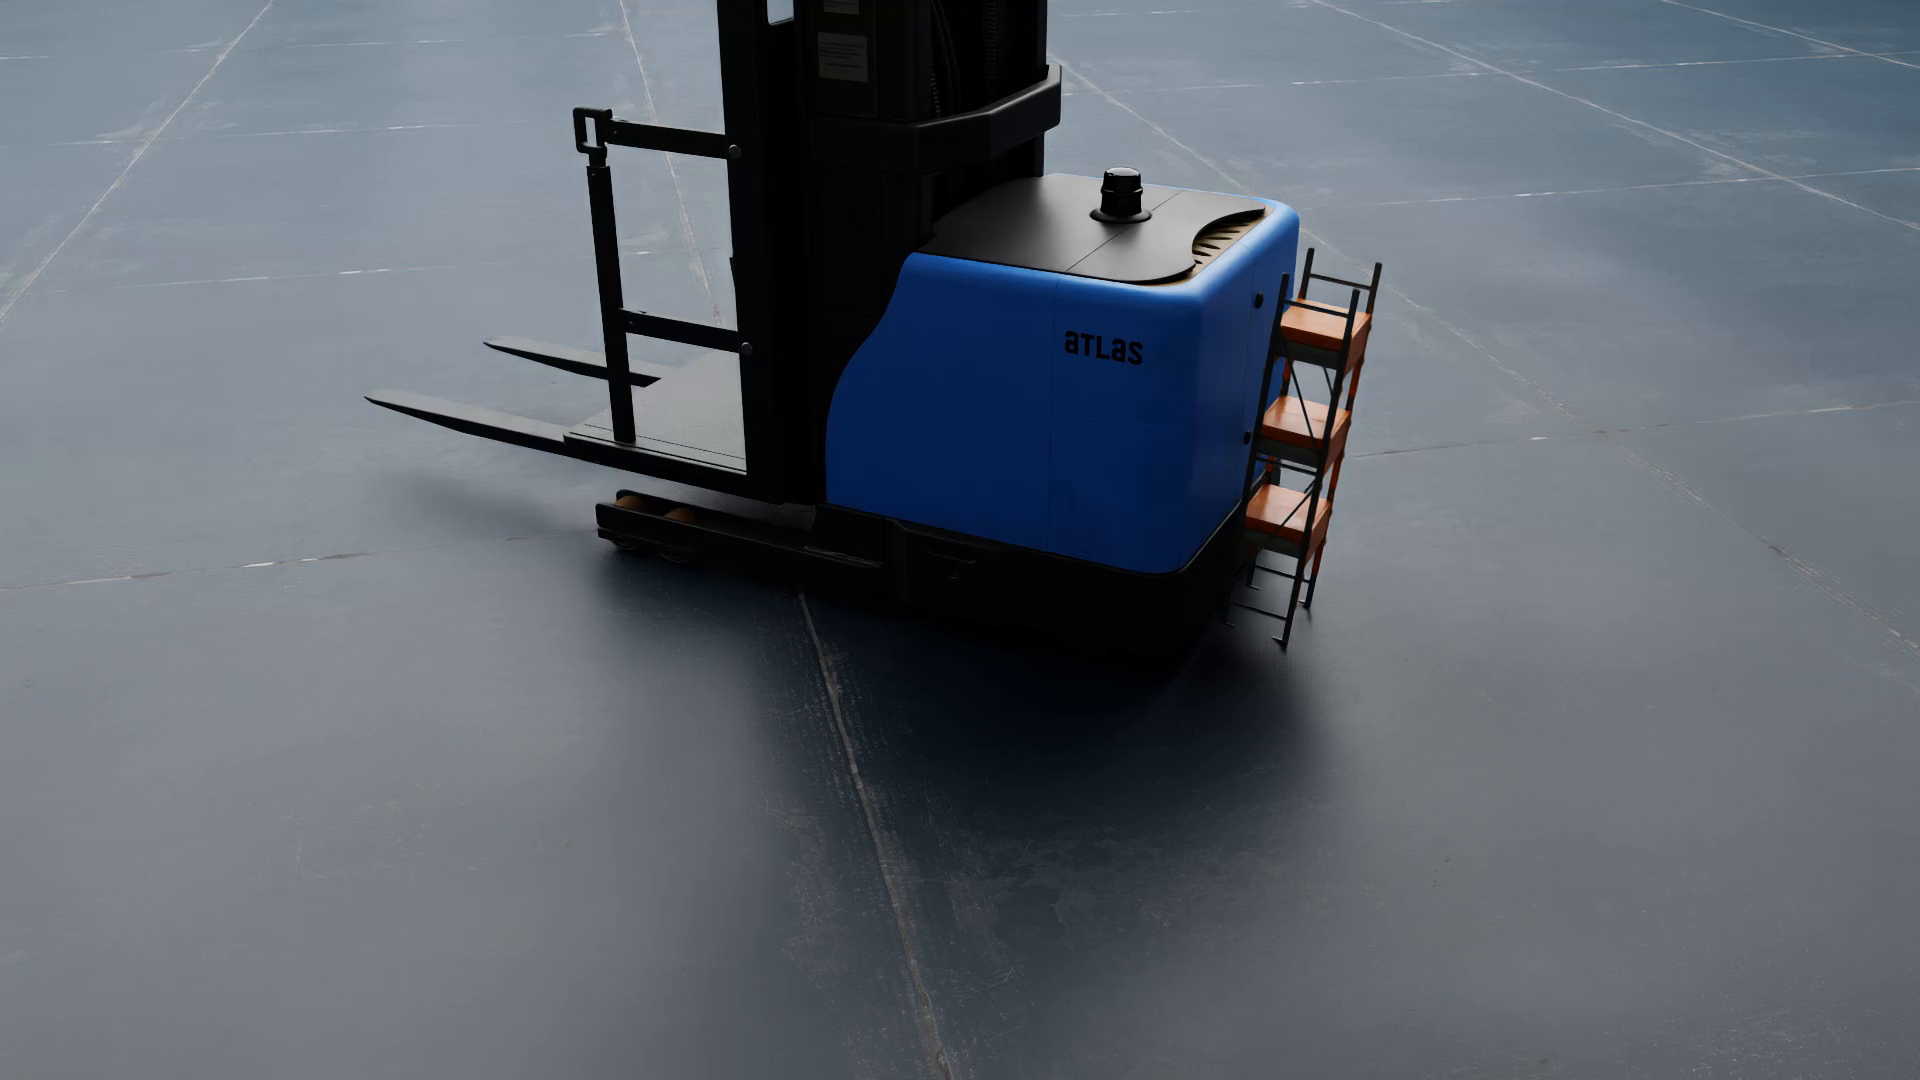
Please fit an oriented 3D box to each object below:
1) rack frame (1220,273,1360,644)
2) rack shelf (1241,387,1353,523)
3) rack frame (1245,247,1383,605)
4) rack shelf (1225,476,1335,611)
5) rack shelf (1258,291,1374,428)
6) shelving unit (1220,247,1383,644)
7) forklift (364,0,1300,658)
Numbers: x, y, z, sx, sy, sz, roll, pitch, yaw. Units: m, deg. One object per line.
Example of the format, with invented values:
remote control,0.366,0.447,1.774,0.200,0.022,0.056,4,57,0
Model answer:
rack frame,0.872,-0.195,4.453,0.200,1.050,0.008,17,31,20
rack shelf,0.924,-0.235,4.556,0.215,0.259,0.240,17,31,20
rack frame,0.978,-0.294,4.649,0.200,1.050,0.008,17,31,20
rack shelf,0.902,0.007,4.691,0.215,0.259,0.240,17,31,20
rack shelf,0.946,-0.483,4.419,0.215,0.259,0.240,17,31,20
shelving unit,0.925,-0.245,4.551,0.215,1.050,0.252,17,31,20
forklift,-0.558,-1.435,4.840,3.031,2.935,1.130,13,29,24
